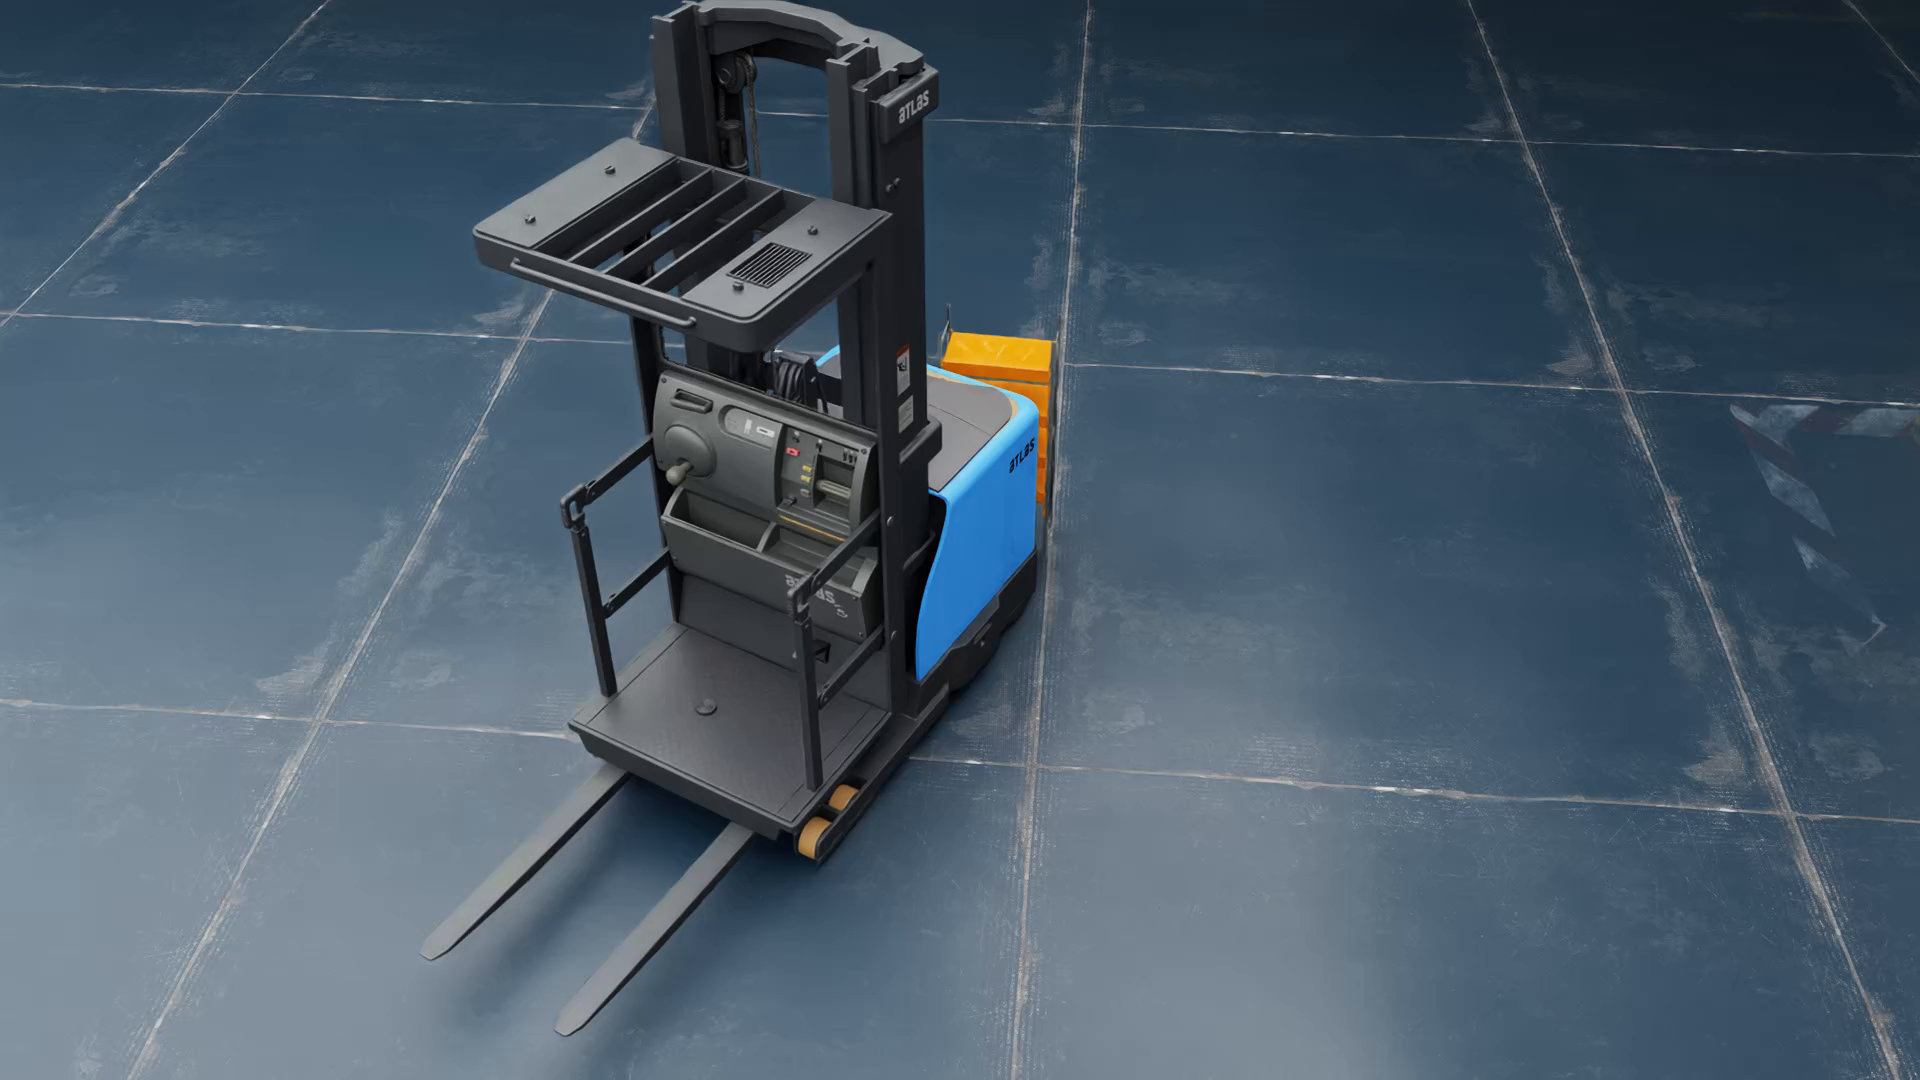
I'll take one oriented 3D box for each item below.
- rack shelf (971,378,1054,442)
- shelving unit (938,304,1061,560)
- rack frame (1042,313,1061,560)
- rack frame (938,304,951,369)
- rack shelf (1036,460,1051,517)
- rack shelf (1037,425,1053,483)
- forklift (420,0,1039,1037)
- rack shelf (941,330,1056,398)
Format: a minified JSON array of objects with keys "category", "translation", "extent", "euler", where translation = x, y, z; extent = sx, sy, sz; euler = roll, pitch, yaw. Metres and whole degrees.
[{"category":"rack shelf","translation":[0.173,-0.592,7.449],"extent":[0.480,0.148,0.258],"euler":[6,40,7]},{"category":"shelving unit","translation":[0.173,-0.470,7.548],"extent":[0.503,1.200,0.258],"euler":[6,40,7]},{"category":"rack frame","translation":[0.414,-0.445,7.517],"extent":[0.015,1.200,0.240],"euler":[6,40,7]},{"category":"rack frame","translation":[-0.068,-0.496,7.579],"extent":[0.015,1.200,0.240],"euler":[6,40,7]},{"category":"rack shelf","translation":[0.173,-0.264,7.716],"extent":[0.480,0.148,0.258],"euler":[6,40,7]},{"category":"rack shelf","translation":[0.173,-0.418,7.590],"extent":[0.480,0.148,0.258],"euler":[6,40,7]},{"category":"forklift","translation":[-0.833,-0.240,5.893],"extent":[1.130,2.935,3.031],"euler":[20,43,23]},{"category":"rack shelf","translation":[0.173,-0.775,7.300],"extent":[0.480,0.148,0.258],"euler":[6,40,7]}]
